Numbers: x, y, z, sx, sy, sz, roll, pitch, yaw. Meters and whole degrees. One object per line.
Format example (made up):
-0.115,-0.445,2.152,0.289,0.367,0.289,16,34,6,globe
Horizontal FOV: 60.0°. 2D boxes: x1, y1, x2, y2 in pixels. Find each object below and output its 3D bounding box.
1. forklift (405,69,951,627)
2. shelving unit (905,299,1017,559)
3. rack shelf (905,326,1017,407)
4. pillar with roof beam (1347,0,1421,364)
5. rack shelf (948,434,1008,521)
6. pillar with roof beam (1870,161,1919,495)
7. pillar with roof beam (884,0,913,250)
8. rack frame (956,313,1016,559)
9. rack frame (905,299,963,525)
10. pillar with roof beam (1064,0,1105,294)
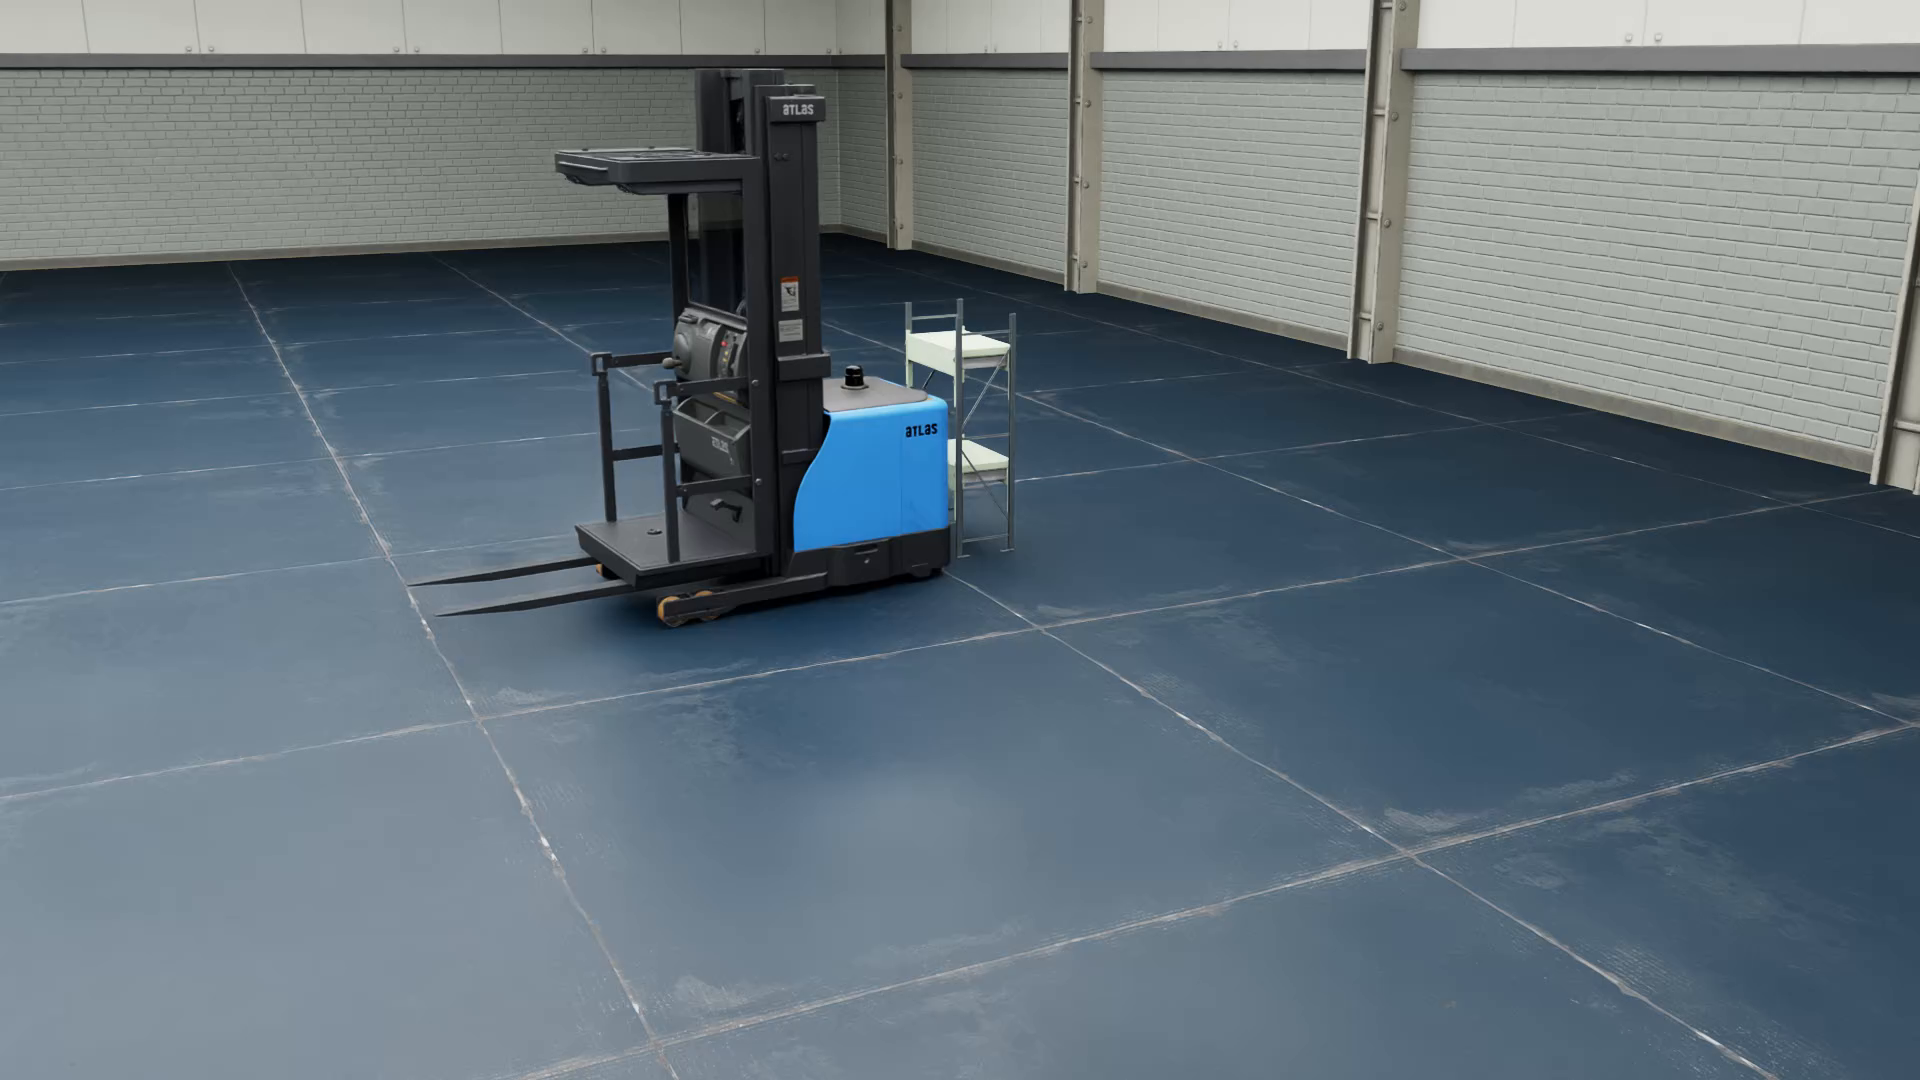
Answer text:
-1.584,-1.100,9.269,3.031,2.935,1.130,-9,19,-30,forklift
-0.003,-0.723,10.550,0.431,1.500,0.755,-8,18,-25,shelving unit
-0.003,-1.098,10.442,0.431,0.370,0.720,-8,18,-25,rack shelf
0.396,-5.679,14.225,9.100,9.000,0.400,-8,18,-25,pillar with roof beam
-0.003,-0.409,10.639,0.431,0.370,0.720,-8,18,-25,rack shelf
3.024,-4.191,9.041,9.100,9.000,0.400,-8,18,-25,pillar with roof beam
-4.861,-8.654,24.594,9.100,9.000,0.400,-8,18,-25,pillar with roof beam
0.157,-0.632,10.233,0.400,1.500,0.023,-8,18,-25,rack frame
-0.163,-0.813,10.866,0.400,1.500,0.023,-8,18,-25,rack frame
-2.233,-7.166,19.409,9.100,9.000,0.400,-8,18,-25,pillar with roof beam
